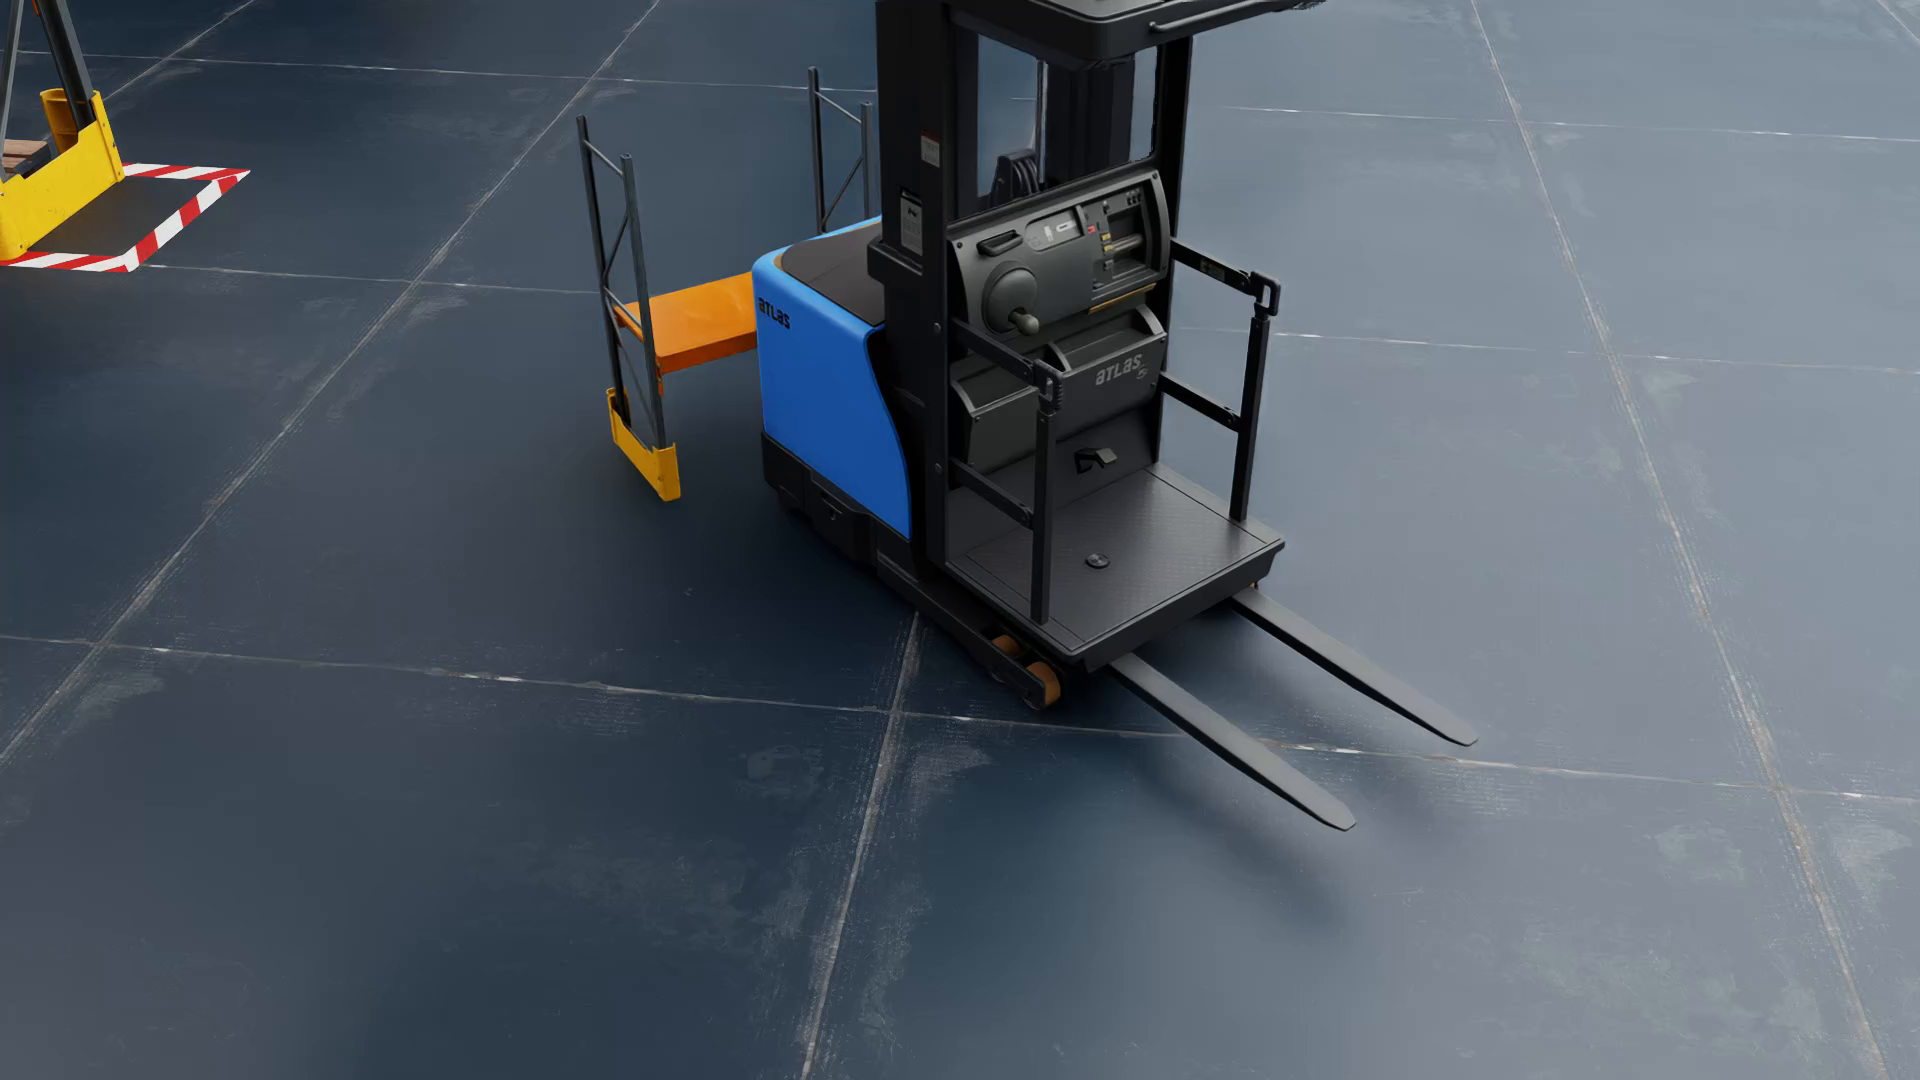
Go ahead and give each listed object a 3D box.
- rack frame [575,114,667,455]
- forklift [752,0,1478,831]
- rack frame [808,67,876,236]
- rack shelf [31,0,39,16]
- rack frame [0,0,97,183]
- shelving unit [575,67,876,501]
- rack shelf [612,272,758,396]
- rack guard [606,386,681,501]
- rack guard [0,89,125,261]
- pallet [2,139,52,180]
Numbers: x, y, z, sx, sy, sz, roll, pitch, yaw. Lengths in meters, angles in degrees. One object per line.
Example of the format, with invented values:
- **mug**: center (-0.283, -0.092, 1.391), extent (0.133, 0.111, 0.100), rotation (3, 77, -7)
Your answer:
- **rack frame**: center (-1.358, -0.927, 6.758), extent (0.032, 1.500, 0.500), rotation (-20, 40, -25)
- **forklift**: center (0.491, -0.923, 5.520), extent (1.130, 2.935, 3.031), rotation (-25, 43, -31)
- **rack frame**: center (-0.492, -1.236, 7.191), extent (0.032, 1.500, 0.500), rotation (-20, 40, -25)
- **rack shelf**: center (-7.023, -2.924, 8.884), extent (4.000, 0.370, 1.077), rotation (4, 36, 6)
- **rack frame**: center (-5.039, -3.069, 8.468), extent (0.127, 3.000, 1.000), rotation (4, 36, 6)
- **shelving unit**: center (-0.932, -1.079, 6.971), extent (1.083, 1.500, 0.587), rotation (-20, 40, -25)
- **rack shelf**: center (-0.925, -0.935, 7.079), extent (1.000, 0.185, 0.538), rotation (-20, 40, -25)
- **rack guard**: center (-1.357, -0.419, 7.121), extent (0.087, 0.250, 0.587), rotation (-20, 40, -25)
- **rack guard**: center (-5.120, -2.030, 9.164), extent (0.348, 0.500, 1.175), rotation (4, 36, 6)
- **pallet**: center (-5.925, -1.975, 9.336), extent (1.213, 0.211, 1.003), rotation (4, 36, 6)
